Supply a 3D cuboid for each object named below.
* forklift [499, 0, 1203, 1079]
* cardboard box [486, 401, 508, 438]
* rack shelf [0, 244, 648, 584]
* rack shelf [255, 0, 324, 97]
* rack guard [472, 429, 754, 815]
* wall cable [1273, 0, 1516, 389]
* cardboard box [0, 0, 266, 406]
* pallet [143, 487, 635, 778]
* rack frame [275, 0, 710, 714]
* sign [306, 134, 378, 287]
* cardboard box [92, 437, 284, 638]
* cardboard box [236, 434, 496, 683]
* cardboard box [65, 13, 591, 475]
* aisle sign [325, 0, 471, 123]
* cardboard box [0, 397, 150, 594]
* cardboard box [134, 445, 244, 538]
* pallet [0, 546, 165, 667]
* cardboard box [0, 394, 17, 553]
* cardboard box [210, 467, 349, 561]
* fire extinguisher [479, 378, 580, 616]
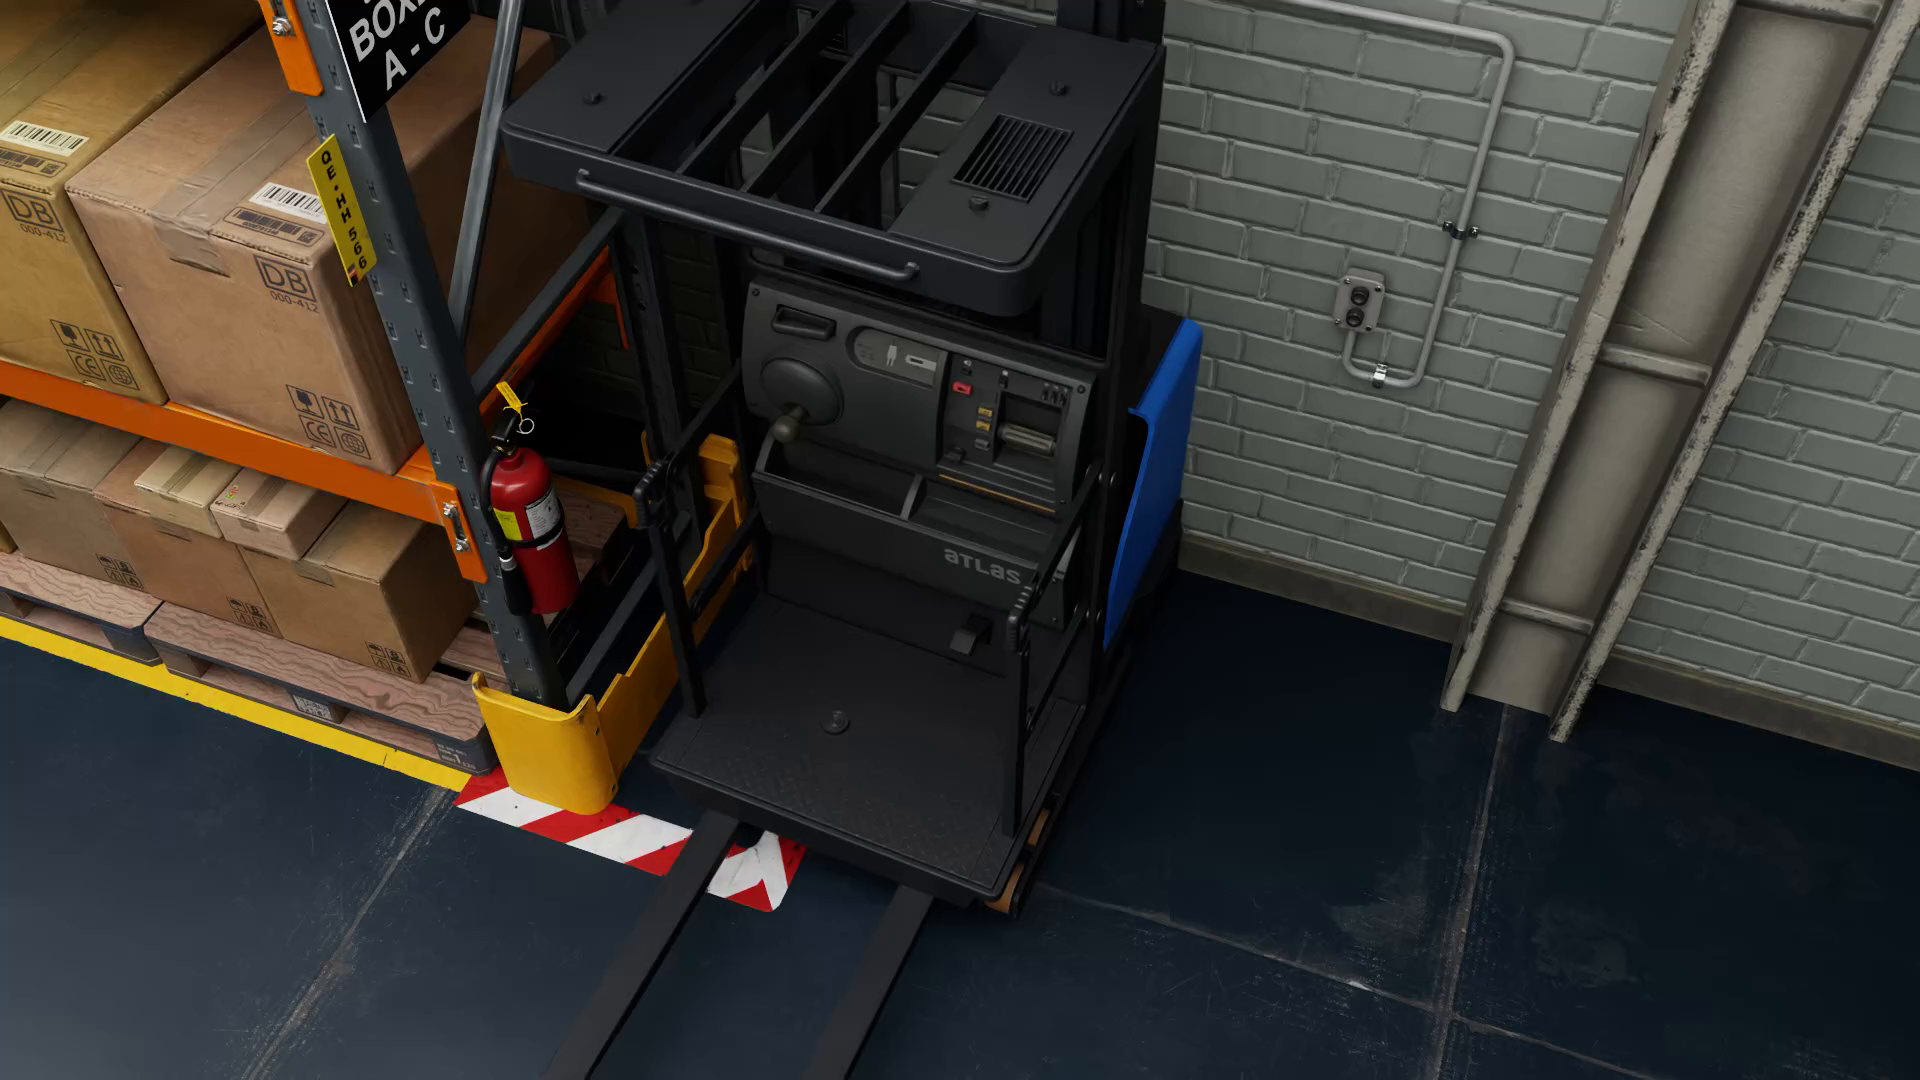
[{"bbox_3d":[-0.206,-0.261,4.037,1.130,2.935,3.031,18,52,15],"label":"forklift"},{"bbox_3d":[-1.573,-0.354,5.018,0.250,0.149,0.380,16,51,13],"label":"cardboard box"},{"bbox_3d":[-2.945,-0.889,5.012,4.000,0.370,1.077,16,51,13],"label":"rack shelf"},{"bbox_3d":[-2.945,-1.871,3.878,4.000,0.370,1.077,16,51,13],"label":"rack shelf"},{"bbox_3d":[-1.046,0.224,5.225,0.348,0.500,1.175,16,51,13],"label":"rack guard"},{"bbox_3d":[0.460,-1.269,4.192,1.851,1.984,0.084,16,51,13],"label":"wall cable"},{"bbox_3d":[-2.237,-1.008,4.440,0.700,0.700,0.980,15,51,13],"label":"cardboard box"},{"bbox_3d":[-1.846,0.159,5.473,1.213,0.211,1.003,16,51,13],"label":"pallet"},{"bbox_3d":[-1.069,-0.601,4.286,0.127,3.000,1.000,16,51,13],"label":"rack frame"},{"bbox_3d":[-1.270,-0.677,3.428,0.005,0.325,0.100,16,51,13],"label":"sign"},{"bbox_3d":[-2.229,-0.163,5.283,0.500,0.500,0.700,15,51,13],"label":"cardboard box"},{"bbox_3d":[-1.760,-0.032,5.169,0.500,0.500,0.700,16,51,13],"label":"cardboard box"},{"bbox_3d":[-1.550,-0.826,4.282,0.700,0.700,0.980,18,51,15],"label":"cardboard box"},{"bbox_3d":[-1.105,-1.221,3.103,0.004,0.787,0.394,16,51,13],"label":"aisle sign"},{"bbox_3d":[-2.701,-0.294,5.396,0.500,0.500,0.700,14,51,12],"label":"cardboard box"},{"bbox_3d":[-2.183,-0.215,4.899,0.250,0.149,0.380,17,51,14],"label":"cardboard box"},{"bbox_3d":[-2.986,-0.162,5.751,1.213,0.211,1.003,16,51,13],"label":"pallet"},{"bbox_3d":[-3.204,-0.429,5.513,0.500,0.500,0.700,17,51,14],"label":"cardboard box"},{"bbox_3d":[-1.943,-0.149,4.841,0.250,0.149,0.380,15,51,13],"label":"cardboard box"},{"bbox_3d":[-1.087,-0.087,4.138,0.183,0.674,0.296,16,51,13],"label":"fire extinguisher"}]
